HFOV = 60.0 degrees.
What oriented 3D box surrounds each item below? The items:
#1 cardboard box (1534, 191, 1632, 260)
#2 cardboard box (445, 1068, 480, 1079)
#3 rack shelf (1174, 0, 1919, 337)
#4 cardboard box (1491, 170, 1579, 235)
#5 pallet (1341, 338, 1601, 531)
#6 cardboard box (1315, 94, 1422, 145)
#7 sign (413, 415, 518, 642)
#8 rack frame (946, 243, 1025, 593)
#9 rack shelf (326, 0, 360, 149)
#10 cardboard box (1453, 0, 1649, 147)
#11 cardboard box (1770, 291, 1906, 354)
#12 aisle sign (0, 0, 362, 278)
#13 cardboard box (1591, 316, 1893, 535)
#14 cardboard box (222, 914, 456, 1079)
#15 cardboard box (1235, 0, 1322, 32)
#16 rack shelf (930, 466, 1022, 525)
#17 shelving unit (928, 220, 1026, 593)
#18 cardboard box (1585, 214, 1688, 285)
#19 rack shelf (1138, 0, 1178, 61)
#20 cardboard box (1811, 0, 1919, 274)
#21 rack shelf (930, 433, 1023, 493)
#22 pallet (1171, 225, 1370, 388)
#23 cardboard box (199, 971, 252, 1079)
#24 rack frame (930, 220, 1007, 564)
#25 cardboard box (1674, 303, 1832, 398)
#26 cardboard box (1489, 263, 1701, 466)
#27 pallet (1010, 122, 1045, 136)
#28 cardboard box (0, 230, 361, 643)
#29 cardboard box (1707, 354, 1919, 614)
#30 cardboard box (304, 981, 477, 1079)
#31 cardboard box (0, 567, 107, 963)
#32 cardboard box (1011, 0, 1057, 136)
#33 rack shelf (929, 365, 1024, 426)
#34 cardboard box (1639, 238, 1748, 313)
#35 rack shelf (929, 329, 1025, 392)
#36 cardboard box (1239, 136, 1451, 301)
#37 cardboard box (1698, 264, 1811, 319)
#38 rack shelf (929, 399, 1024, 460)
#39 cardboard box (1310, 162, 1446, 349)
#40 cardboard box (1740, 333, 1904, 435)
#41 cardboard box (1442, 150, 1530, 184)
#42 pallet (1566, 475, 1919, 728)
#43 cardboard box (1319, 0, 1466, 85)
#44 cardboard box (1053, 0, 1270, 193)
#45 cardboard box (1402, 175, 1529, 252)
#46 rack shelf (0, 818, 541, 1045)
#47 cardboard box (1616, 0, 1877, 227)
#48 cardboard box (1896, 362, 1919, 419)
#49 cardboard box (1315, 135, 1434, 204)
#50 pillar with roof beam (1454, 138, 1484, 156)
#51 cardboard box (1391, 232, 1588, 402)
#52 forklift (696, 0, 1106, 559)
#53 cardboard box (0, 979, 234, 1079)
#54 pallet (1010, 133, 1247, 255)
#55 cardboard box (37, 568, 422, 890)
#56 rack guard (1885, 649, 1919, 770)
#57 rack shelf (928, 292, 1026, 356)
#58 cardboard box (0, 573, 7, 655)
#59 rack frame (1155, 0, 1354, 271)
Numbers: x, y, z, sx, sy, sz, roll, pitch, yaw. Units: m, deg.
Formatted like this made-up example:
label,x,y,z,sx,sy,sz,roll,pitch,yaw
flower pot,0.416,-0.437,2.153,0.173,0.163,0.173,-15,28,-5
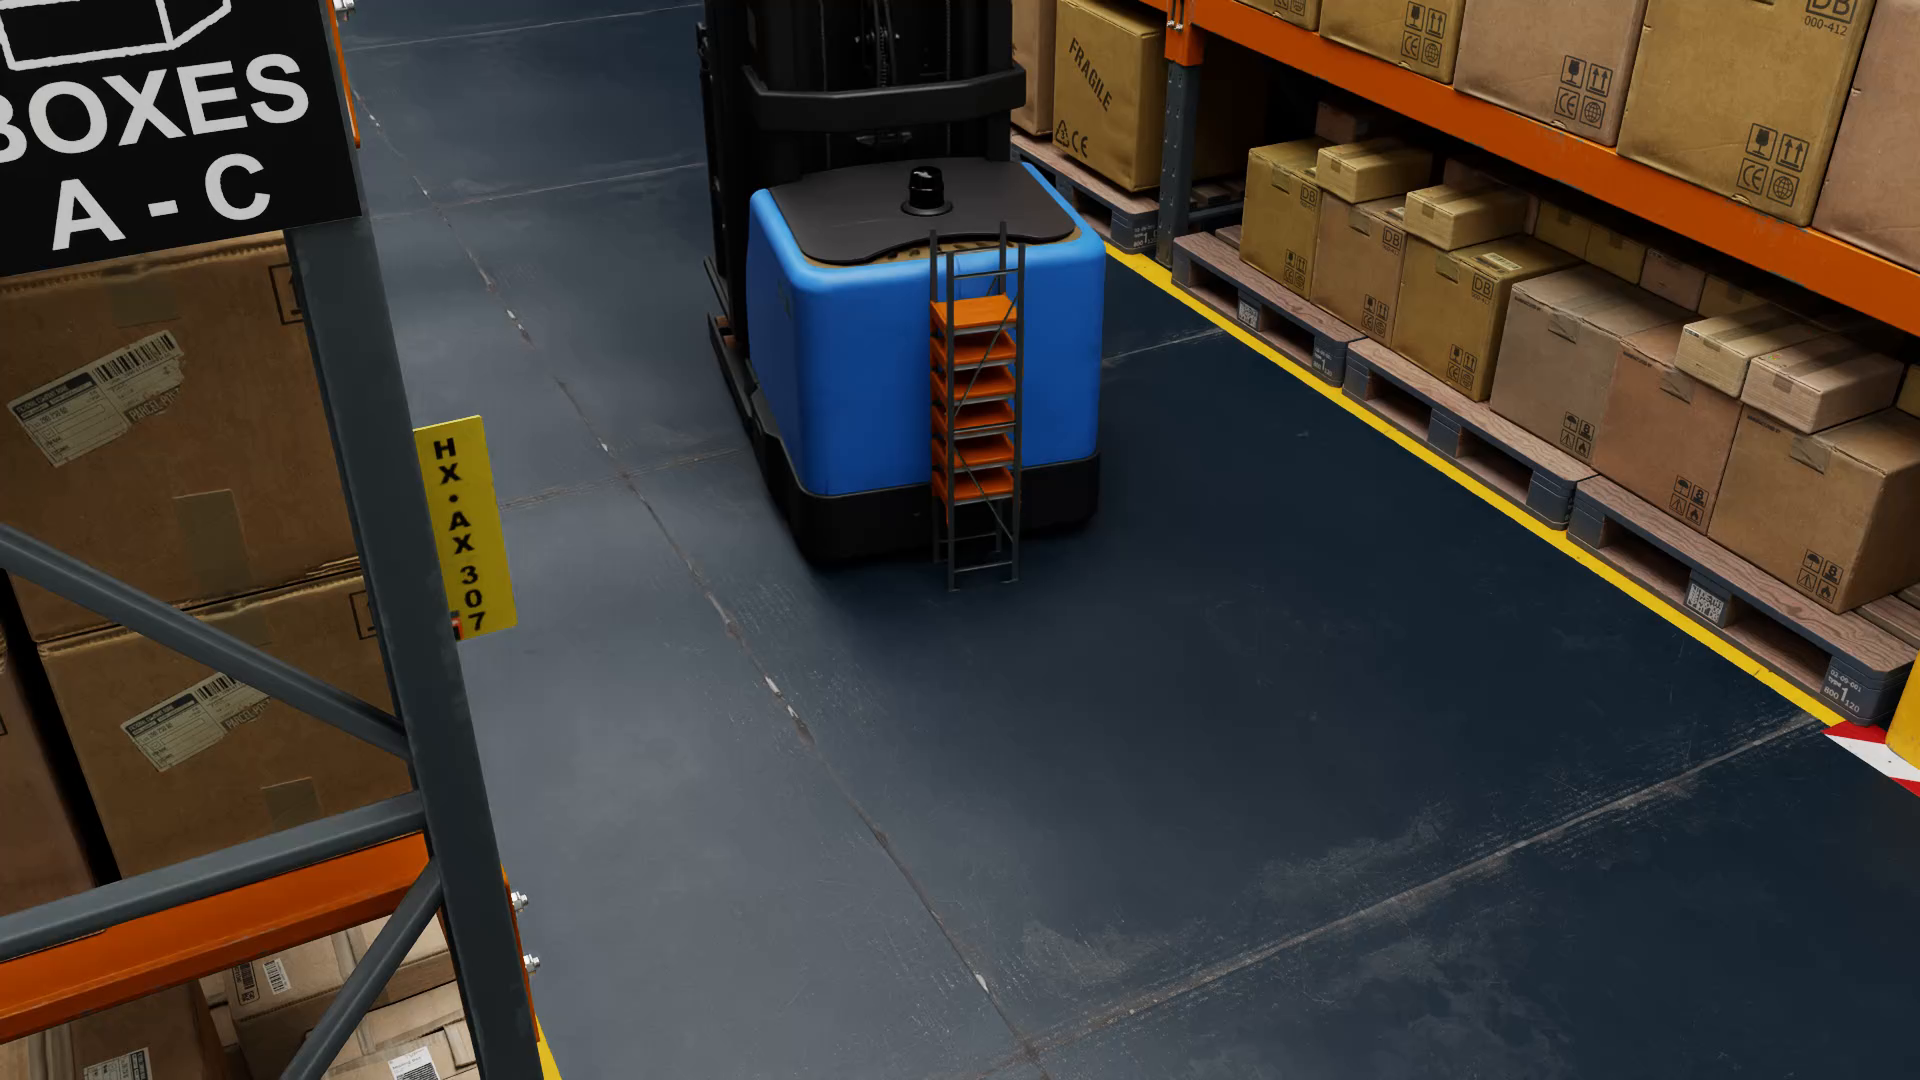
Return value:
label,x,y,z,sx,sy,sz,roll,pitch,yaw
cardboard box,2.358,-1.178,6.135,0.380,0.149,0.250,-17,36,-24
cardboard box,-1.024,1.221,3.298,0.380,0.149,0.250,-16,36,-23
rack shelf,2.315,-1.407,5.833,1.077,0.370,4.000,-16,36,-23
cardboard box,2.237,-1.301,6.327,0.380,0.149,0.250,-15,36,-23
pallet,2.241,-0.525,6.374,1.003,0.211,1.213,-16,36,-23
cardboard box,1.749,-1.798,7.103,0.380,0.149,0.250,-16,36,-23
sign,-0.653,-0.009,2.181,0.100,0.325,0.005,-16,36,-23
rack frame,0.077,-0.349,5.183,0.240,1.200,0.006,-9,34,-14
rack shelf,-2.065,-1.422,3.076,1.077,0.370,4.000,-16,36,-23
cardboard box,2.305,-1.833,5.553,0.980,0.700,0.700,-18,37,-25
cardboard box,2.831,-0.694,5.379,0.380,0.149,0.250,-16,36,-23
aisle sign,-0.841,-0.644,1.564,0.394,0.787,0.004,-16,36,-23
cardboard box,2.600,-0.428,5.565,0.700,0.500,0.500,-16,36,-23
cardboard box,-1.368,0.895,3.713,0.500,0.250,0.500,-16,36,-23
cardboard box,1.621,-2.528,6.637,0.980,0.700,0.700,-15,36,-22
rack shelf,0.051,-0.157,5.411,0.258,0.103,0.180,-9,34,-14
shelving unit,0.051,-0.397,5.257,0.258,1.200,0.189,-9,34,-14
cardboard box,2.476,-1.057,5.946,0.380,0.149,0.250,-15,36,-23
rack shelf,0.450,-3.316,8.812,1.077,0.370,4.000,-16,36,-23
cardboard box,3.001,-1.123,4.444,0.980,0.700,0.700,-14,35,-21
rack shelf,0.051,-0.258,5.346,0.258,0.103,0.180,-9,34,-14
pallet,1.668,-1.108,7.283,1.003,0.211,1.213,-16,36,-23
cardboard box,-1.713,1.086,3.492,0.380,0.166,0.250,-16,36,-23
rack frame,0.025,-0.444,5.331,0.240,1.200,0.006,-9,34,-14
cardboard box,2.492,-0.599,5.231,0.380,0.149,0.250,-15,36,-22
cardboard box,2.365,-0.667,5.939,0.700,0.500,0.500,-17,36,-25
pallet,0.384,-2.423,9.336,1.003,0.211,1.213,-16,36,-23
cardboard box,-1.106,-0.249,2.339,0.500,0.500,0.500,-15,35,-22
cardboard box,2.833,-0.189,5.192,0.700,0.500,0.500,-16,36,-23
cardboard box,-1.140,1.094,3.480,0.380,0.166,0.250,-16,36,-23
cardboard box,-1.582,0.305,2.401,0.500,0.500,0.500,-15,35,-22
cardboard box,0.548,-2.637,8.689,0.750,0.750,0.750,-15,35,-22
rack shelf,0.051,-0.460,5.216,0.258,0.103,0.180,-9,34,-14
cardboard box,2.596,-0.935,5.755,0.380,0.149,0.250,-15,36,-22
rack shelf,0.051,-0.562,5.152,0.258,0.103,0.180,-9,34,-14
cardboard box,1.641,-1.406,7.092,0.700,0.500,0.500,-15,36,-23
cardboard box,2.715,-0.814,5.566,0.380,0.149,0.250,-16,36,-23
rack shelf,0.051,-0.359,5.281,0.258,0.103,0.180,-9,34,-14
cardboard box,1.872,-1.166,6.717,0.700,0.500,0.500,-16,36,-24
cardboard box,2.612,-0.477,5.041,0.380,0.149,0.250,-16,36,-24
cardboard box,2.120,-1.422,6.515,0.380,0.149,0.250,-17,36,-25
pallet,2.806,0.057,5.466,1.003,0.211,1.213,-16,36,-23
cardboard box,1.957,-2.178,6.091,0.980,0.700,0.700,-17,36,-24
cardboard box,0.965,-2.214,8.028,0.750,0.750,0.750,-15,36,-23
cardboard box,1.883,-1.221,6.202,0.380,0.149,0.250,-17,36,-24
rack shelf,-2.065,-0.159,3.885,1.077,0.370,4.000,-16,36,-23
cardboard box,2.652,-1.467,4.981,0.980,0.700,0.700,-16,36,-23
cardboard box,3.068,-0.453,5.002,0.380,0.149,0.250,-16,36,-23
cardboard box,1.639,-1.470,6.590,0.380,0.149,0.250,-15,35,-22
pillar with roof beam,-1.334,-3.991,3.638,9.100,9.000,0.400,-16,36,-23
cardboard box,2.110,-0.920,6.333,0.700,0.500,0.500,-15,36,-22
forklift,-0.421,-1.958,6.089,1.130,2.935,3.031,-9,34,-14
cardboard box,-1.604,1.162,3.065,0.500,0.500,0.500,-16,36,-23
pallet,0.957,-1.840,8.426,1.003,0.211,1.213,-16,36,-23
cardboard box,-1.106,0.172,2.608,0.500,0.500,0.500,-15,36,-22
rack guard,3.259,0.308,4.805,1.175,0.500,0.348,-16,36,-23
rack shelf,0.051,-0.663,5.087,0.258,0.103,0.180,-9,34,-14
cardboard box,-1.583,-0.114,2.128,0.500,0.500,0.500,-16,36,-24
rack frame,1.383,-2.665,7.128,1.000,3.000,0.127,-16,36,-23
